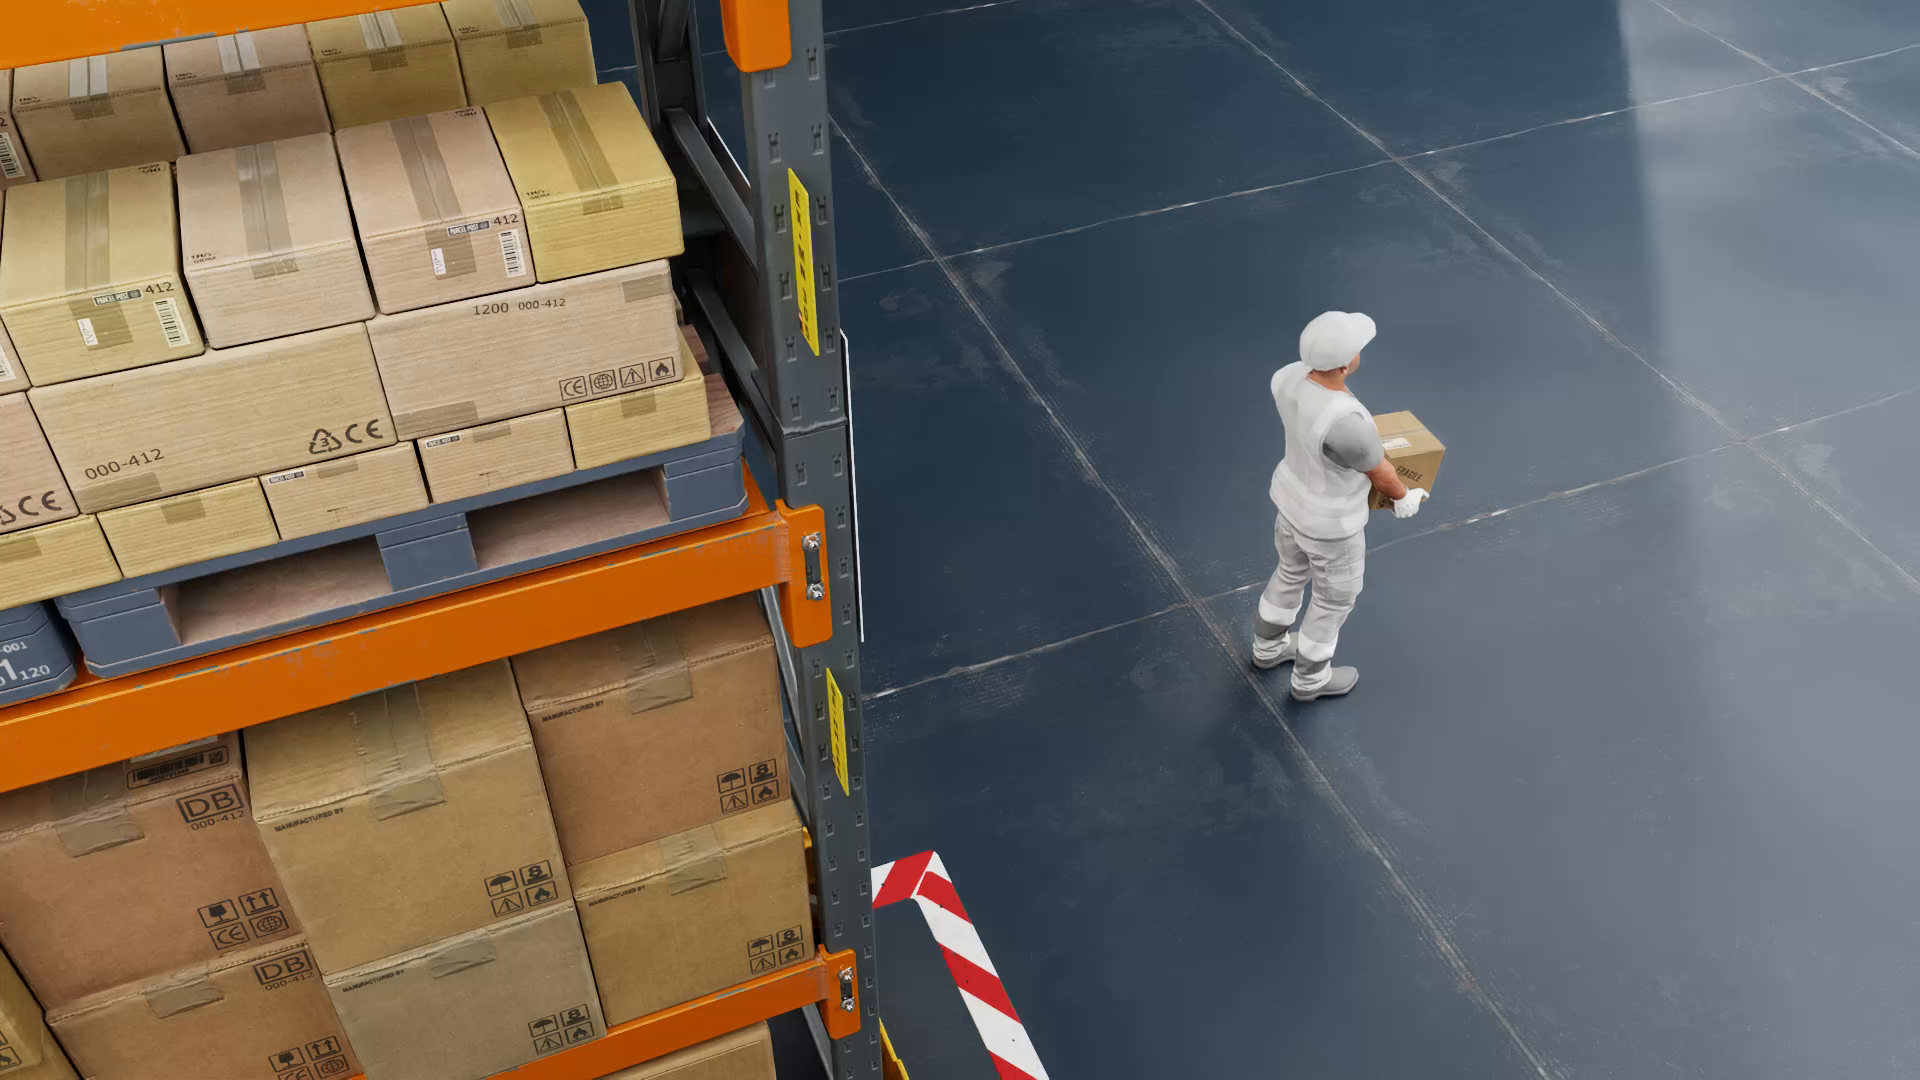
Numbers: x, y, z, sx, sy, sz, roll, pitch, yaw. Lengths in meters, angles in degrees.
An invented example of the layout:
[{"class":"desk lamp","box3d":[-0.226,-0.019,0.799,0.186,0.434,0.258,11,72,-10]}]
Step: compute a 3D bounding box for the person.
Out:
[{"class":"person","box3d":[1.441,-0.137,6.301,0.561,1.782,0.493,-15,43,-16]}]
